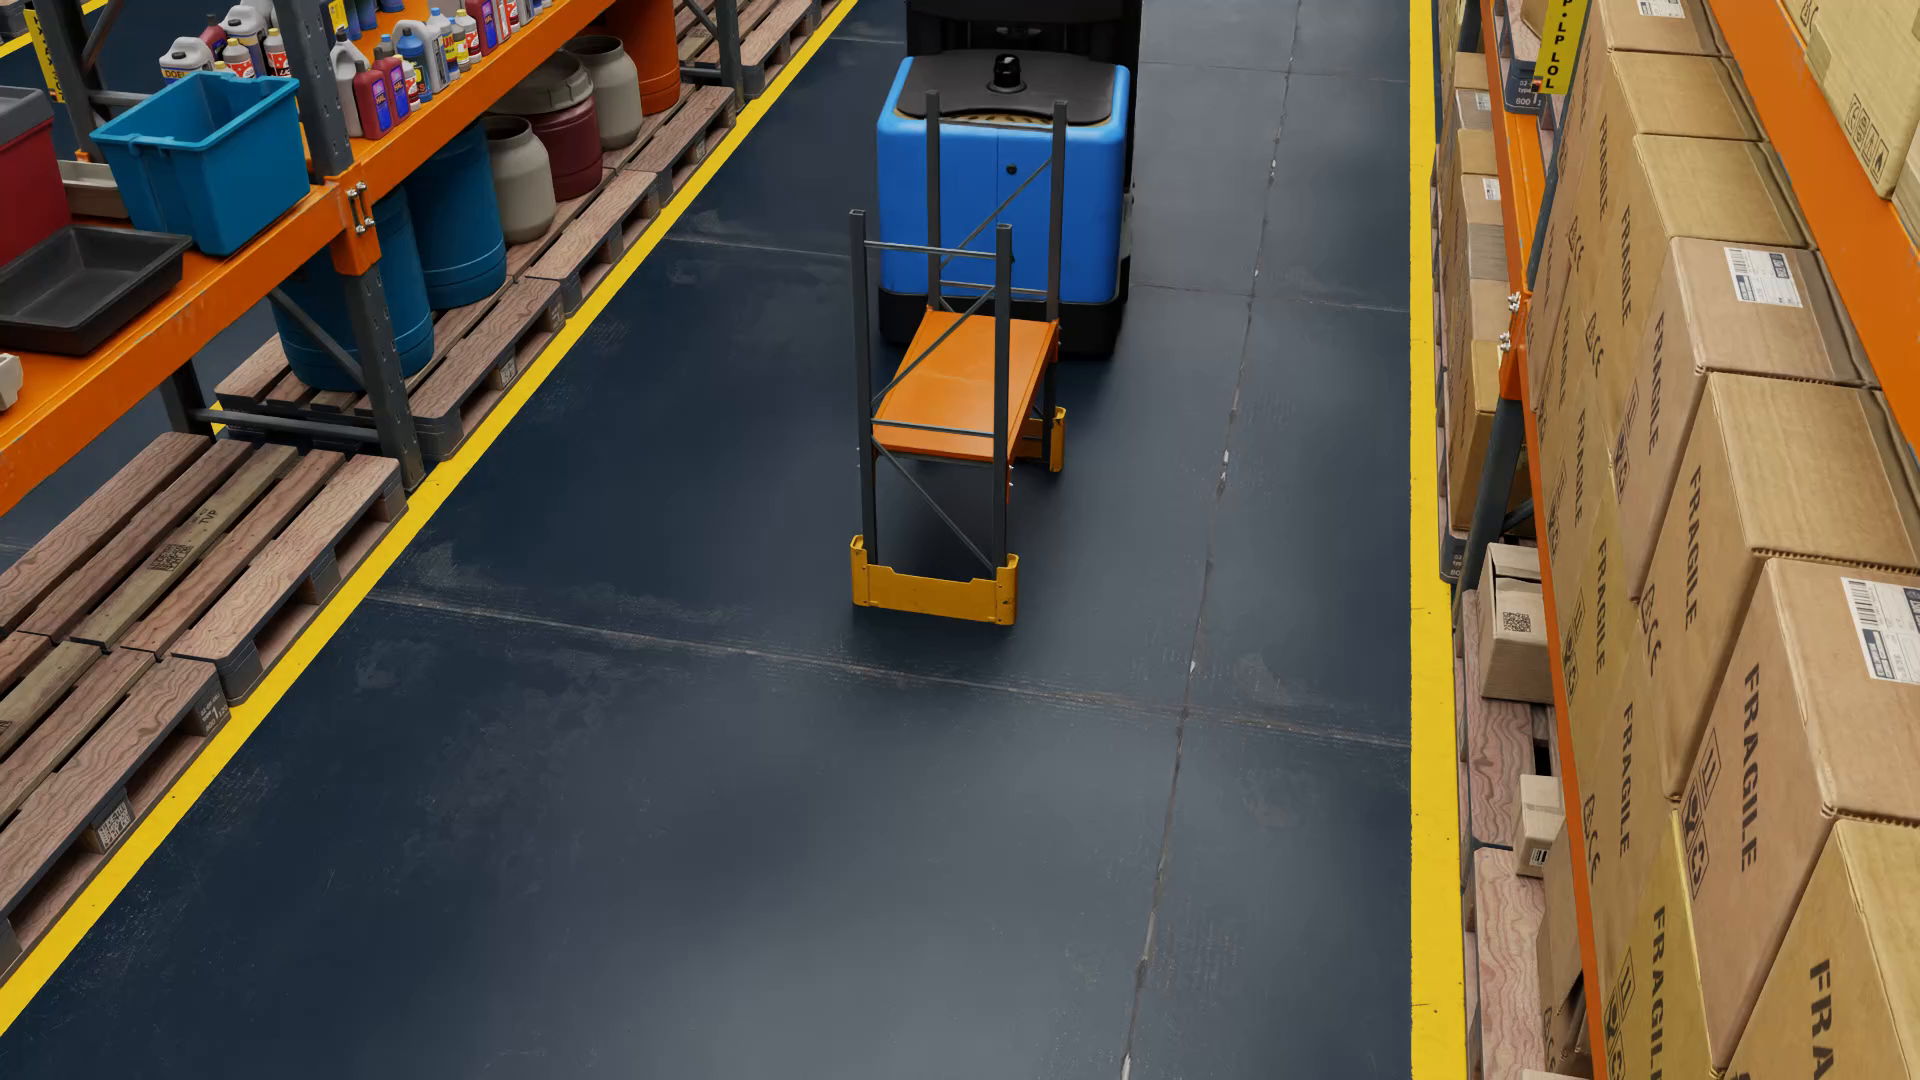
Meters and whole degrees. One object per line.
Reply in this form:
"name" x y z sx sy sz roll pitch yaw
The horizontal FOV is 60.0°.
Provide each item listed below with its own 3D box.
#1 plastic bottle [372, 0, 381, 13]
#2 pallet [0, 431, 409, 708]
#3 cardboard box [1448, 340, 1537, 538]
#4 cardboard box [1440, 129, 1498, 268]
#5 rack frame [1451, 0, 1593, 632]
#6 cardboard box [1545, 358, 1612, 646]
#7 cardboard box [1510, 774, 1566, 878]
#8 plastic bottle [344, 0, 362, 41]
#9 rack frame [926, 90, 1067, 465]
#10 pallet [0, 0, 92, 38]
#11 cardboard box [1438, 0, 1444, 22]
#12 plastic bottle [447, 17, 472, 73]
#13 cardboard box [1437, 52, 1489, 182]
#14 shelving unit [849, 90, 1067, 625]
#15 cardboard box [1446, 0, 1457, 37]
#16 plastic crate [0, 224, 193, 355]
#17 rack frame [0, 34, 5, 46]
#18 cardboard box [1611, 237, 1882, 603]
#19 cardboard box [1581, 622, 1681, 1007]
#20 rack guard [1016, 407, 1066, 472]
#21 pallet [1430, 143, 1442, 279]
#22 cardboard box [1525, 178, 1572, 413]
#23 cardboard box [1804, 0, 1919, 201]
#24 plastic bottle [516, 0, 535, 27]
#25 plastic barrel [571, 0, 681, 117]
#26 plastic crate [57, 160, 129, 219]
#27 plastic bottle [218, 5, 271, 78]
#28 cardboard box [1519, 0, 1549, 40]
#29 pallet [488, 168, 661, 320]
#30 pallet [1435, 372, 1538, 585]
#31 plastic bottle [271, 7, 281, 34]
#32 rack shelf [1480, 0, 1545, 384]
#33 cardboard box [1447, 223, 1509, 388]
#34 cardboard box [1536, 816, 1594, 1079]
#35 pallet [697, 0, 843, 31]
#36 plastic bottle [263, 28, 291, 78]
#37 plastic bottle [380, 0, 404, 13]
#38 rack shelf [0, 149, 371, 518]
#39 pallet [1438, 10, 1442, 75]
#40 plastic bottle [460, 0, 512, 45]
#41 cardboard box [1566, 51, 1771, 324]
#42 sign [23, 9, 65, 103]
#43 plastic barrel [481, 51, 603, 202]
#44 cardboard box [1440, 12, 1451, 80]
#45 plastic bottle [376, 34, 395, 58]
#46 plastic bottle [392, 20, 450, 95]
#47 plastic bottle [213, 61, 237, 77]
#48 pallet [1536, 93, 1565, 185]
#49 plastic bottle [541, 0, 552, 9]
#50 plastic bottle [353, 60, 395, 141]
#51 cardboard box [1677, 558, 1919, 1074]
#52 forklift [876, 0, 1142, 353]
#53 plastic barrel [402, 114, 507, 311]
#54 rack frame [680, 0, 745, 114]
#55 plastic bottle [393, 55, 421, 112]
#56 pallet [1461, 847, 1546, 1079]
"plastic bottle" -2.585 -2.417 7.135 0.152 0.276 0.135 7 37 10
"pallet" -2.736 0.063 5.983 1.003 0.211 1.213 7 37 10
"cardboard box" 2.047 -0.354 5.938 0.500 0.500 0.500 7 37 10
"cardboard box" 2.481 -1.515 7.540 0.500 0.500 0.500 7 36 9
"rack frame" 2.221 -0.869 4.893 1.000 3.000 0.127 7 37 10
"cardboard box" 1.631 -0.071 3.707 0.500 0.500 0.500 7 37 10
"cardboard box" 1.745 0.811 4.615 0.380 0.166 0.250 7 37 10
"plastic bottle" -2.537 -2.200 6.839 0.097 0.271 0.097 0 36 0
"rack frame" 0.127 -0.948 6.279 0.500 1.500 0.032 7 37 10
"pallet" -6.433 -3.725 11.210 1.003 0.211 1.213 7 37 10
"cardboard box" 3.274 -3.430 10.412 0.500 0.250 0.500 8 37 11
"plastic bottle" -1.995 -1.958 6.565 0.097 0.201 0.097 0 36 0
"cardboard box" 2.699 -2.103 8.351 0.500 0.500 0.500 9 37 12
"shelving unit" 0.016 -0.651 5.870 0.587 1.500 1.083 7 37 10
"cardboard box" 3.052 -3.076 9.446 0.500 0.311 0.500 7 36 9
"plastic crate" -2.594 -0.730 4.884 0.437 0.125 0.590 7 37 10
"rack frame" -6.601 -4.406 9.773 1.000 3.000 0.127 7 37 10
"cardboard box" 1.516 -0.193 3.023 0.500 0.500 0.500 8 37 11
"cardboard box" 1.416 0.509 2.906 0.500 0.500 0.500 8 37 10
"rack guard" 0.123 -0.430 6.631 0.587 0.250 0.087 7 37 10
"pallet" 2.879 -1.610 8.292 1.003 0.211 1.213 7 37 10
"cardboard box" 1.846 -0.652 4.508 0.500 0.500 0.500 8 37 11
"cardboard box" 1.431 -0.631 2.136 0.500 0.250 0.500 7 37 10
"plastic bottle" -1.899 -2.323 7.005 0.152 0.276 0.135 7 37 10
"plastic barrel" -1.850 -2.794 9.041 0.600 0.830 0.708 7 37 10
"plastic crate" -2.856 -1.161 5.469 0.396 0.136 0.243 7 37 10
"plastic bottle" -2.771 -1.918 6.446 0.152 0.276 0.135 7 37 10
"cardboard box" 2.538 -2.100 6.149 0.700 0.500 0.500 -1 36 -2
"pallet" -2.153 -1.502 8.142 1.003 0.211 1.213 7 37 10
"pallet" 2.358 -0.211 6.362 1.003 0.211 1.213 7 37 10
"plastic bottle" -2.599 -2.022 6.526 0.144 0.351 0.185 7 37 10
"rack shelf" 2.649 -1.724 6.686 1.077 0.370 4.000 7 37 10
"cardboard box" 2.268 -0.924 6.724 0.500 0.500 0.500 8 37 11
"cardboard box" 1.825 1.041 4.010 0.797 0.503 0.637 7 37 10
"pallet" -1.296 -3.793 11.303 1.003 0.211 1.213 7 37 10
"plastic bottle" -2.645 -1.883 6.461 0.097 0.201 0.097 0 36 0
"plastic bottle" -2.459 -2.410 7.129 0.097 0.271 0.097 0 36 0
"rack shelf" -3.044 -0.054 4.382 1.077 0.370 4.000 7 37 10
"pallet" 3.552 -3.198 10.482 1.003 0.211 1.213 7 37 10
"plastic bottle" -1.948 -2.190 6.822 0.152 0.276 0.135 7 37 10
"cardboard box" 1.736 -0.784 3.838 0.500 0.500 0.500 6 36 9
"sign" -3.154 -1.674 5.768 0.100 0.325 0.005 7 37 10
"plastic barrel" -2.092 -2.049 8.218 0.600 0.588 0.708 7 37 10
"cardboard box" 3.056 -2.847 9.608 0.500 0.250 0.500 7 37 9
"plastic bottle" -2.194 -1.844 6.408 0.097 0.201 0.097 0 36 0
"plastic bottle" -2.068 -1.869 6.379 0.152 0.276 0.135 7 37 10
"plastic bottle" -2.723 -1.673 6.172 0.097 0.201 0.097 0 36 0
"pallet" 2.499 -1.236 5.563 1.003 0.211 1.213 7 37 10
"plastic bottle" -1.826 -2.440 7.171 0.097 0.271 0.097 0 36 0
"plastic bottle" -2.122 -1.602 6.003 0.061 0.283 0.133 7 37 10
"cardboard box" 1.300 0.399 2.206 0.500 0.500 0.500 8 37 11
"forklift" 0.323 -2.853 7.688 1.130 2.935 3.031 4 36 5
"plastic barrel" -2.333 -1.528 7.233 0.600 0.901 0.708 7 37 10
"rack frame" -1.763 -3.785 8.917 1.000 3.000 0.127 7 37 10
"plastic bottle" -2.087 -1.713 6.227 0.097 0.201 0.097 0 36 0
"pallet" 1.815 1.355 4.201 1.003 0.211 1.213 7 37 10
